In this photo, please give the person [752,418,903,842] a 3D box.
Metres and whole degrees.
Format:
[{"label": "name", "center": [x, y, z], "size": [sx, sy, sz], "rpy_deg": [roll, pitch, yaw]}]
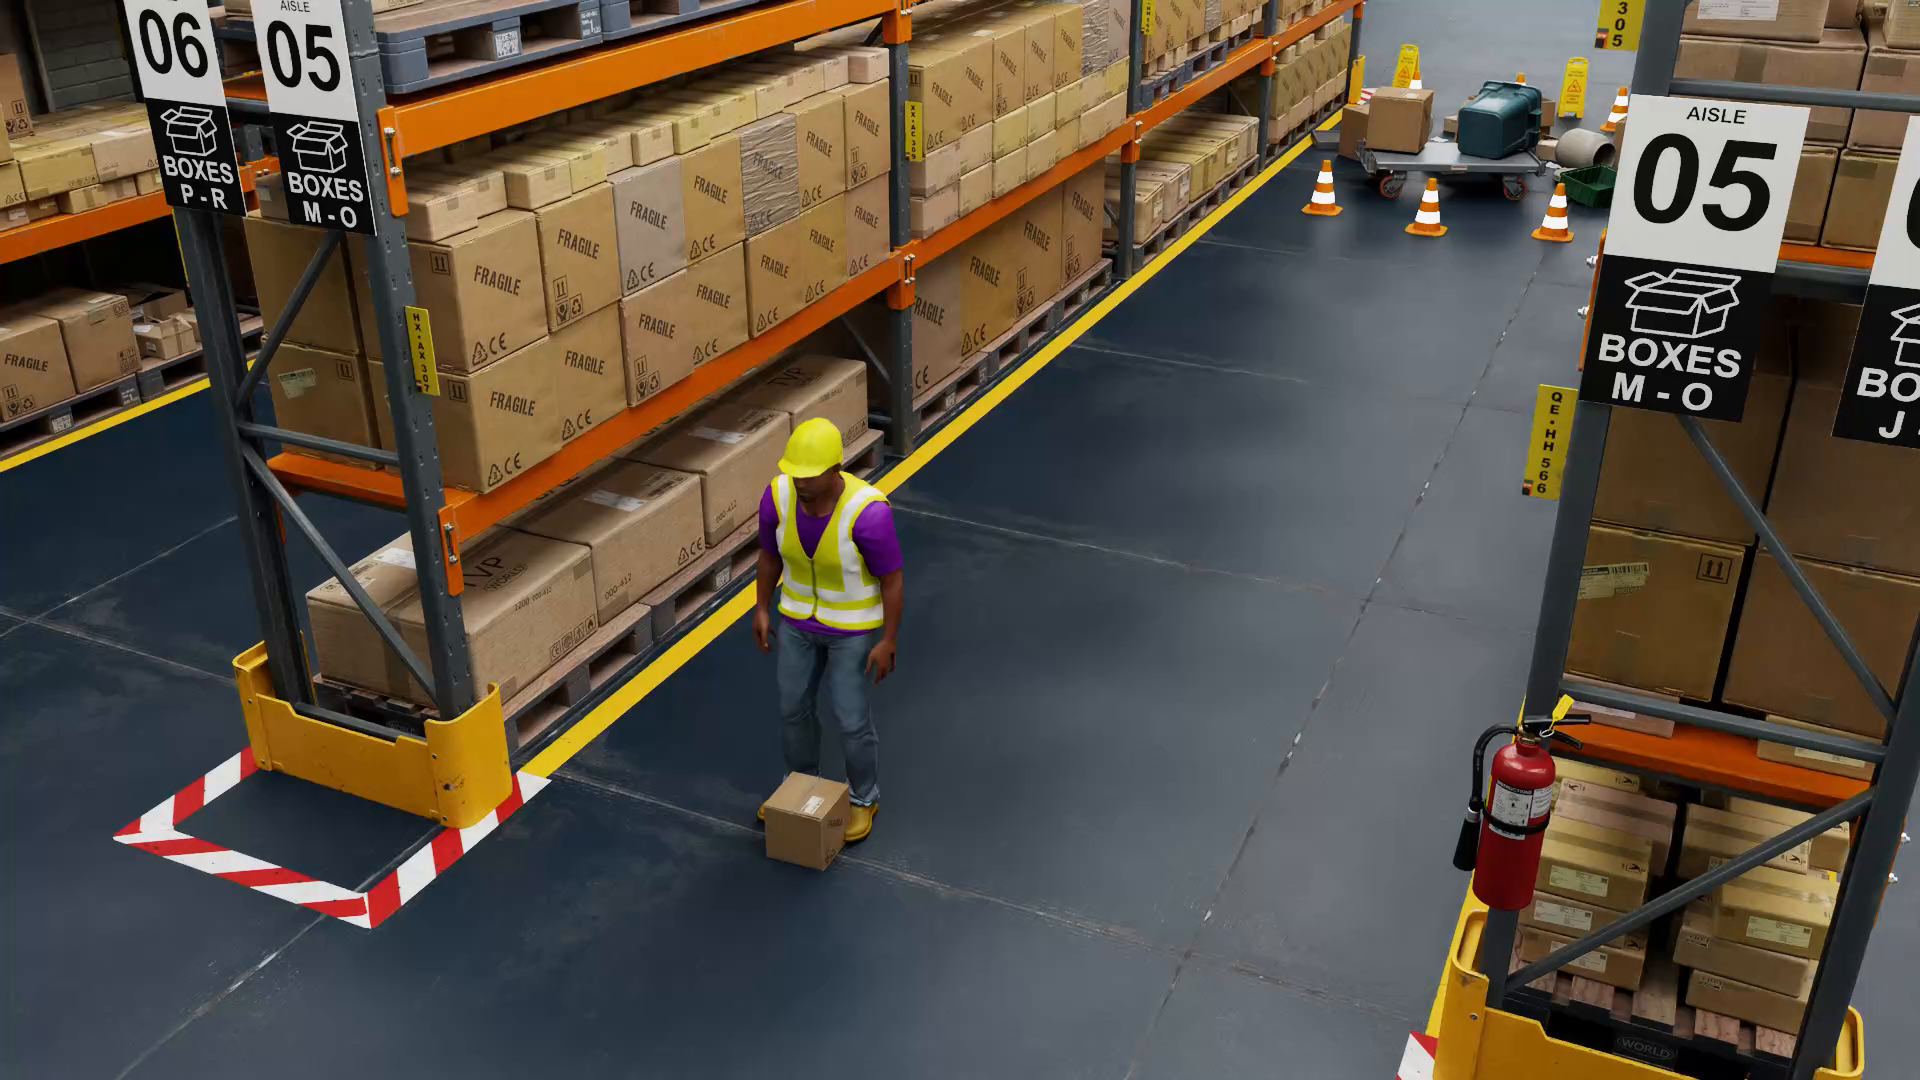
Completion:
[{"label": "person", "center": [-0.522, 0.333, 6.409], "size": [0.626, 1.760, 0.461], "rpy_deg": [11, 28, 22]}]
